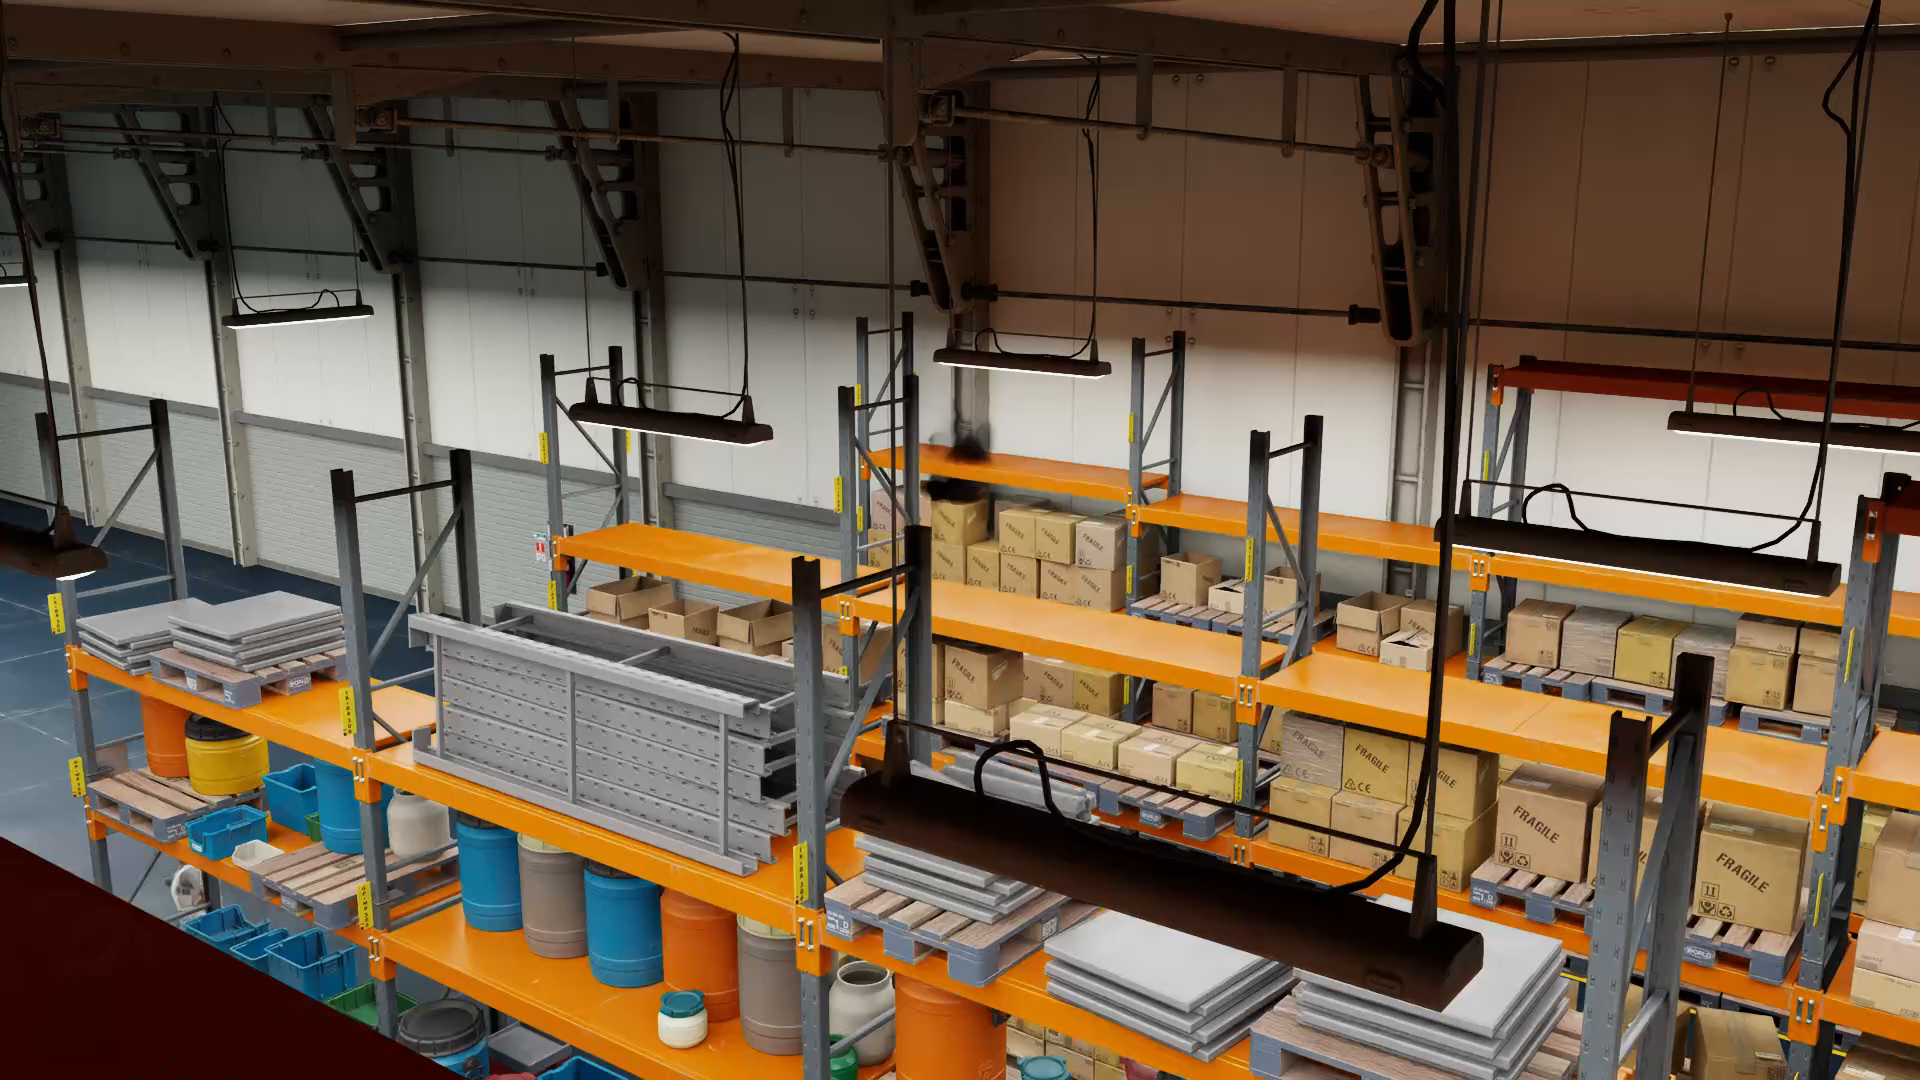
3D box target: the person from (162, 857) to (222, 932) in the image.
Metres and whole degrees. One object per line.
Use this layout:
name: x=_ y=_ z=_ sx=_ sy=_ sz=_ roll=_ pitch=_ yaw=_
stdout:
person: x=-7.196 y=3.599 z=15.784 sx=0.887 sy=1.808 sz=0.686 roll=-1 pitch=13 yaw=-4
